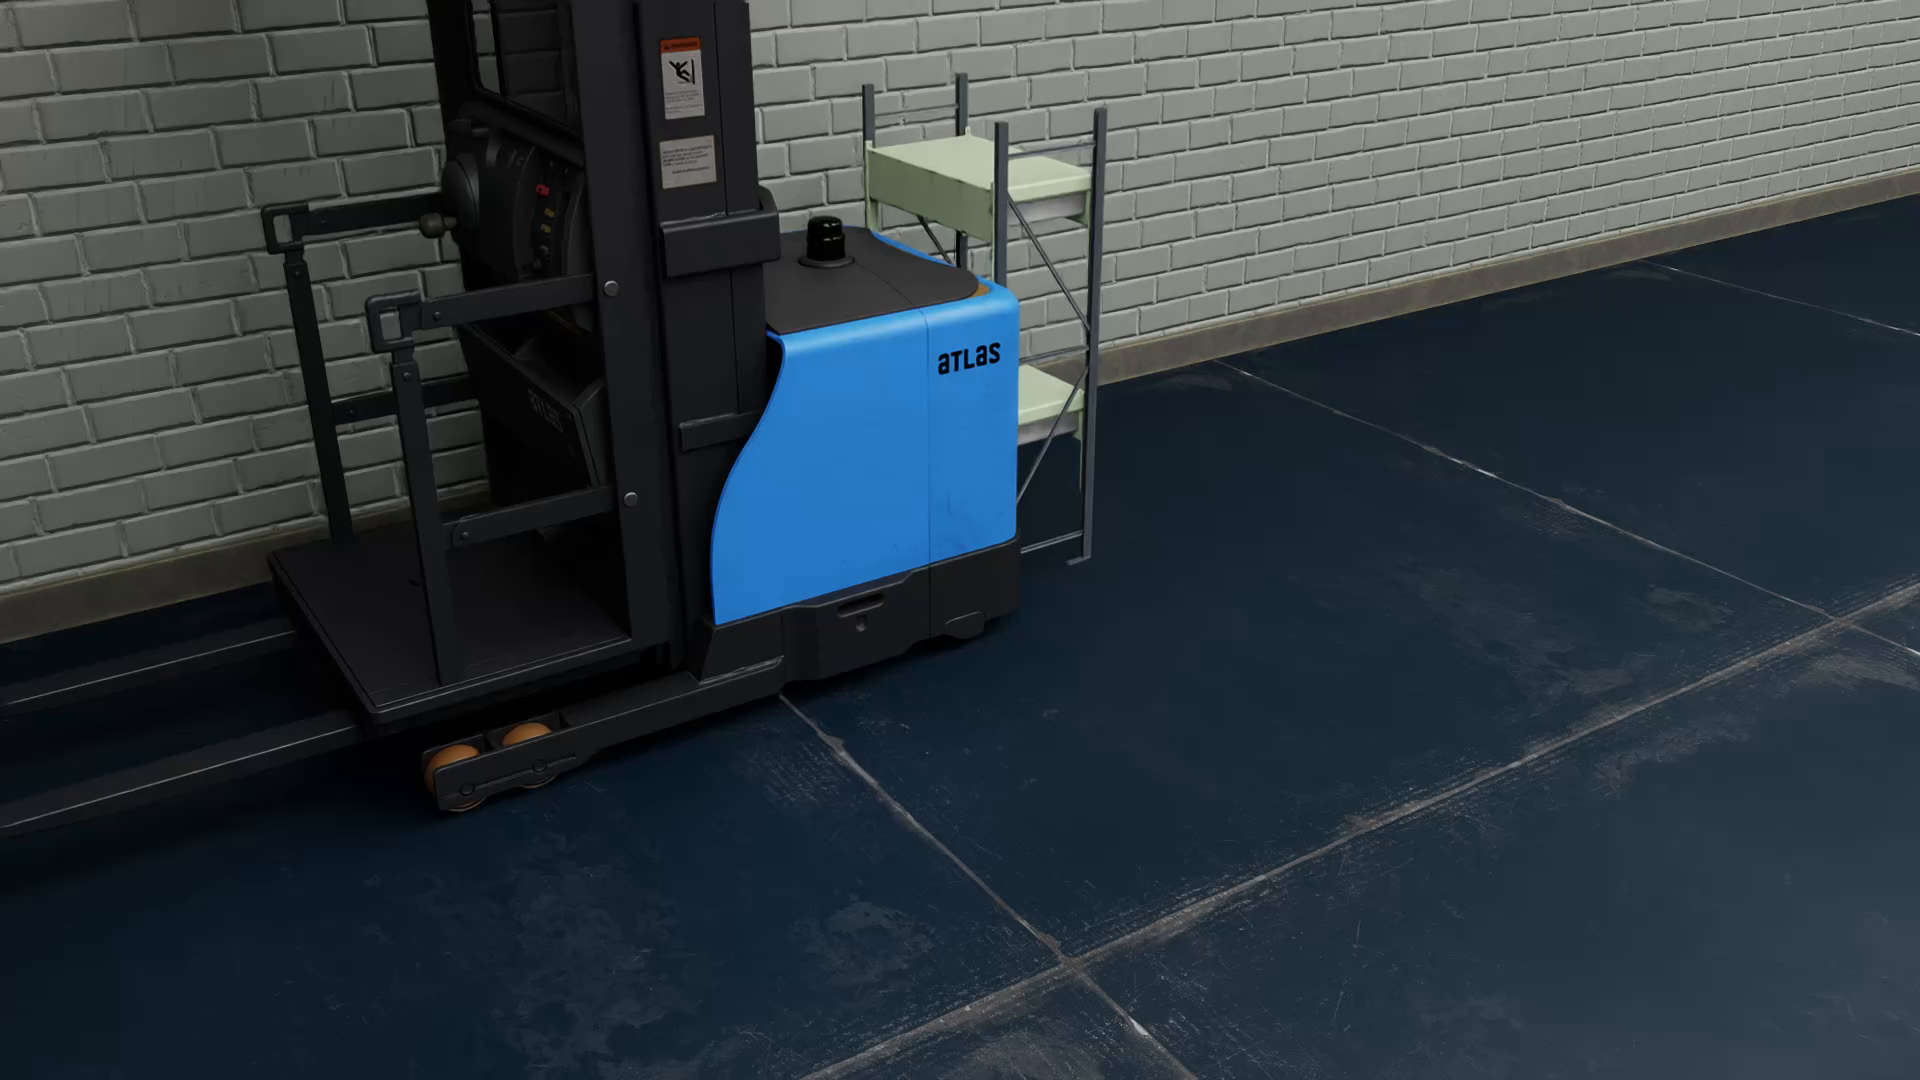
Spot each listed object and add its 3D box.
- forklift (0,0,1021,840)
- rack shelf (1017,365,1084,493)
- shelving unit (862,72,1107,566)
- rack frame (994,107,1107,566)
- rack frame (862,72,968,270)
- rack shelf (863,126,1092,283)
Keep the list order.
[{"bbox_3d":[-1.325,-0.885,4.192,3.031,2.935,1.130,-16,30,-30],"label":"forklift"},{"bbox_3d":[0.063,-0.403,5.610,0.431,0.370,0.720,-16,30,-31],"label":"rack shelf"},{"bbox_3d":[0.063,-0.698,5.471,0.431,1.500,0.755,-16,30,-31],"label":"shelving unit"},{"bbox_3d":[0.270,-0.569,5.198,0.400,1.500,0.023,-16,30,-31],"label":"rack frame"},{"bbox_3d":[-0.145,-0.826,5.744,0.400,1.500,0.023,-16,30,-31],"label":"rack frame"},{"bbox_3d":[0.063,-1.051,5.304,0.431,0.370,0.720,-16,30,-31],"label":"rack shelf"}]
